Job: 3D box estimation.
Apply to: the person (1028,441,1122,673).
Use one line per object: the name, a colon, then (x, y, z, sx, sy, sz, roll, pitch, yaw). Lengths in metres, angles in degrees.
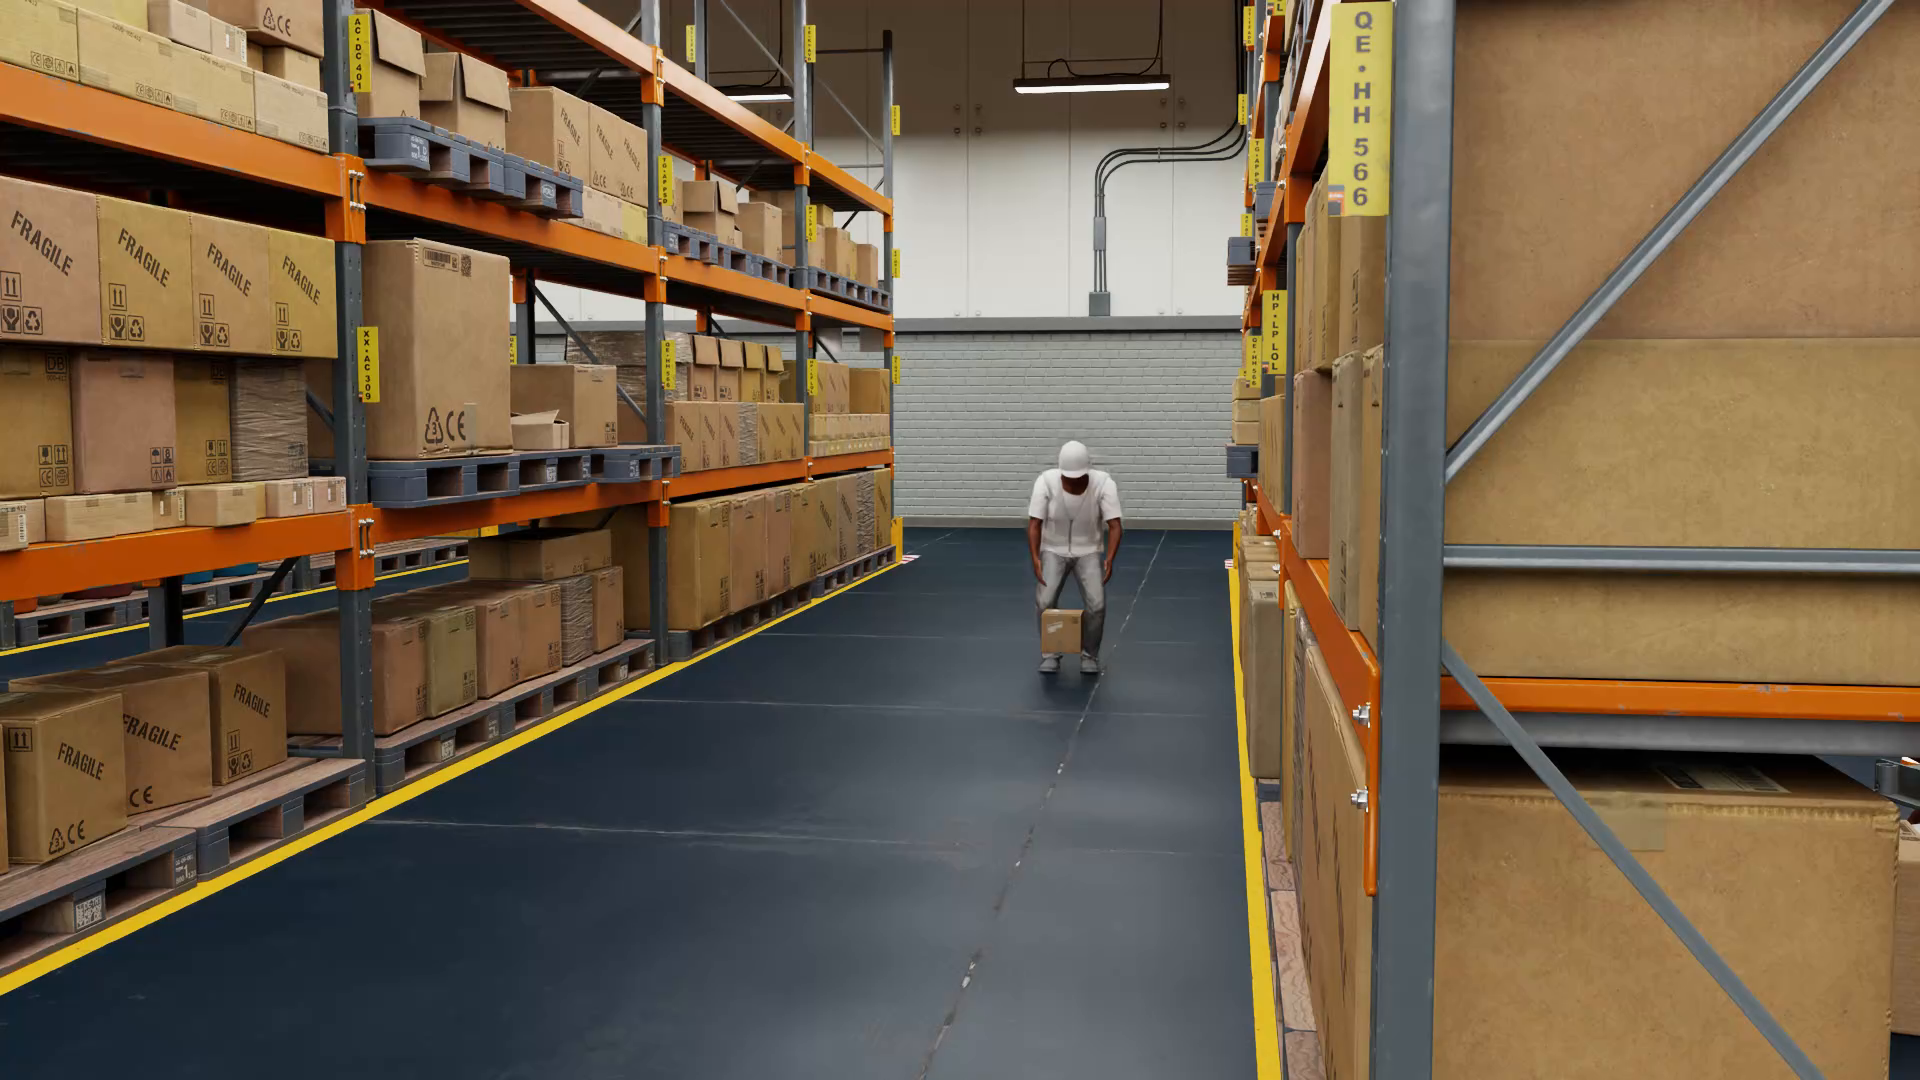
person: (0.766, 0.110, 11.021, 0.625, 1.543, 0.666, 1, 4, 9)
